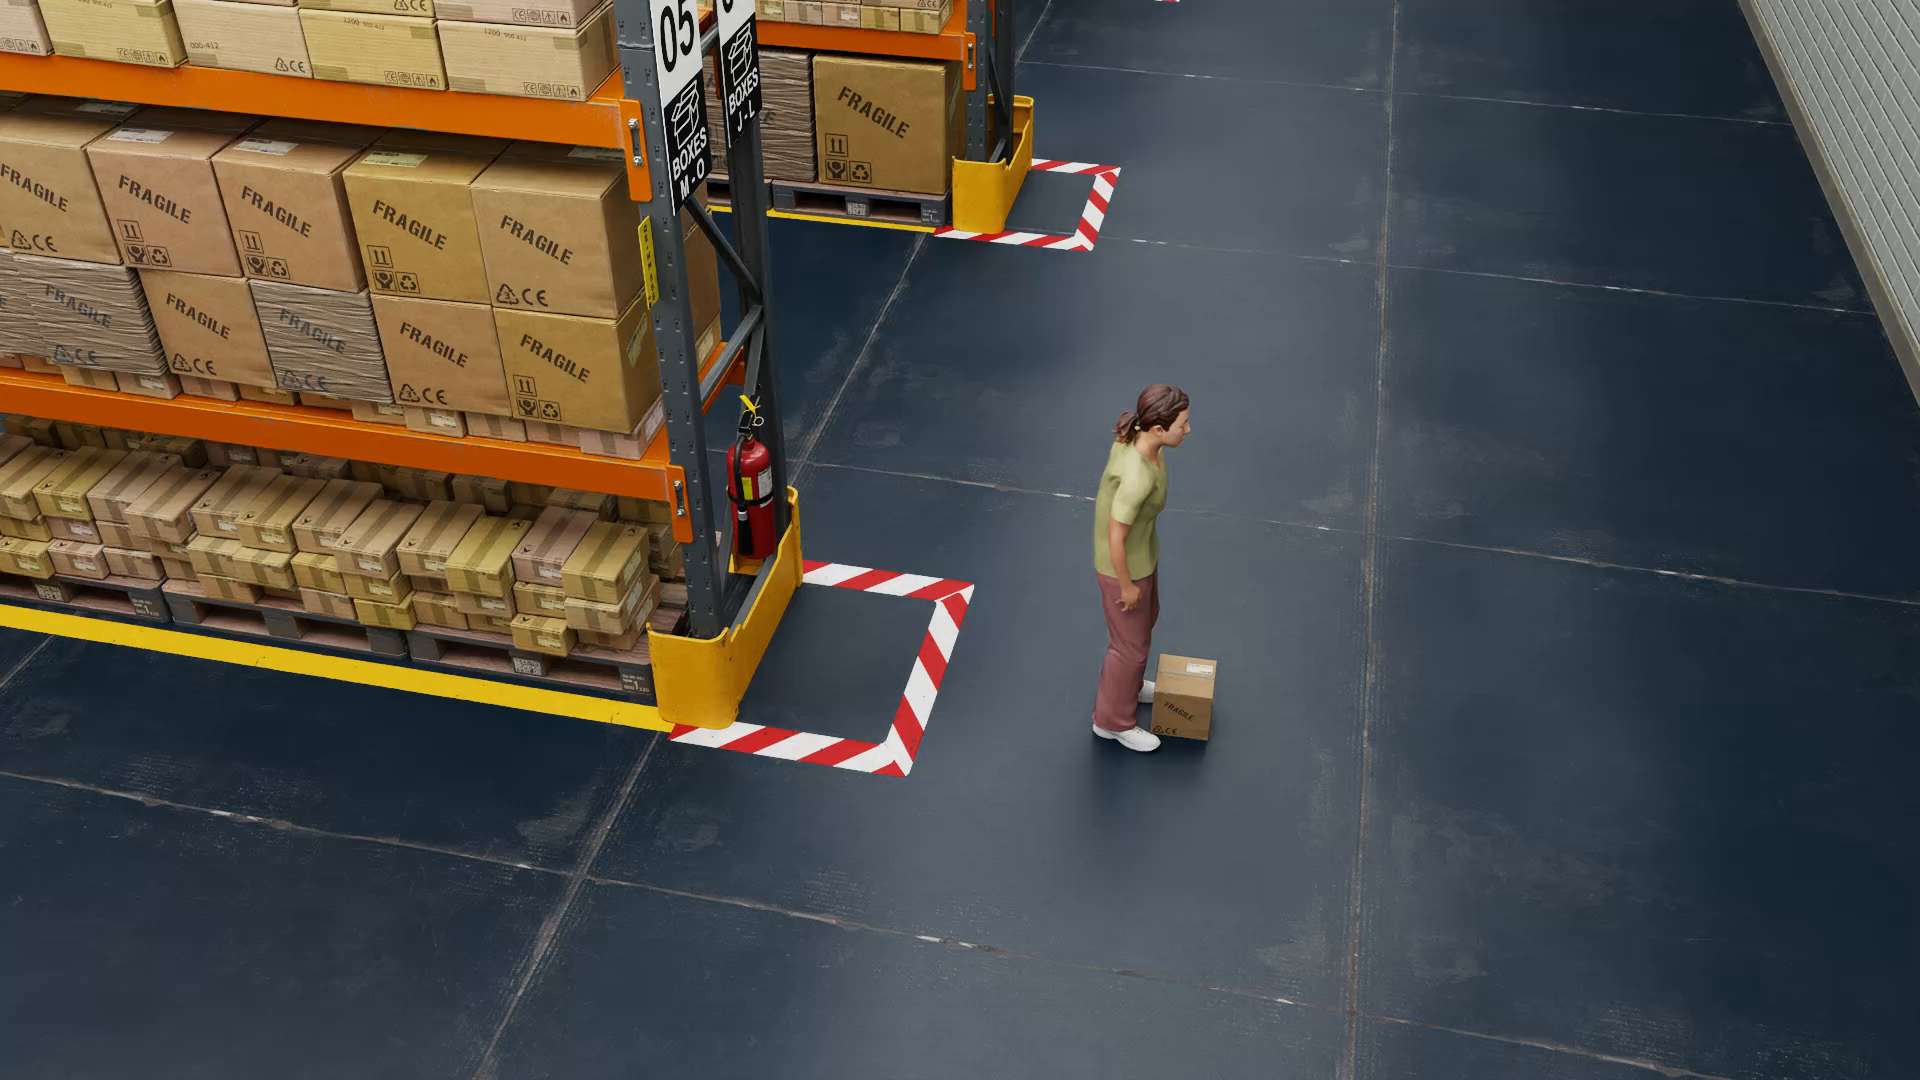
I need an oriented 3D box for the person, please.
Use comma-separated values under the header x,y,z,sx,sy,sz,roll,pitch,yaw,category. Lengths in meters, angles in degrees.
x,y,z,sx,sy,sz,roll,pitch,yaw,category
0.727,0.089,6.846,0.359,1.672,0.496,7,37,9,person
